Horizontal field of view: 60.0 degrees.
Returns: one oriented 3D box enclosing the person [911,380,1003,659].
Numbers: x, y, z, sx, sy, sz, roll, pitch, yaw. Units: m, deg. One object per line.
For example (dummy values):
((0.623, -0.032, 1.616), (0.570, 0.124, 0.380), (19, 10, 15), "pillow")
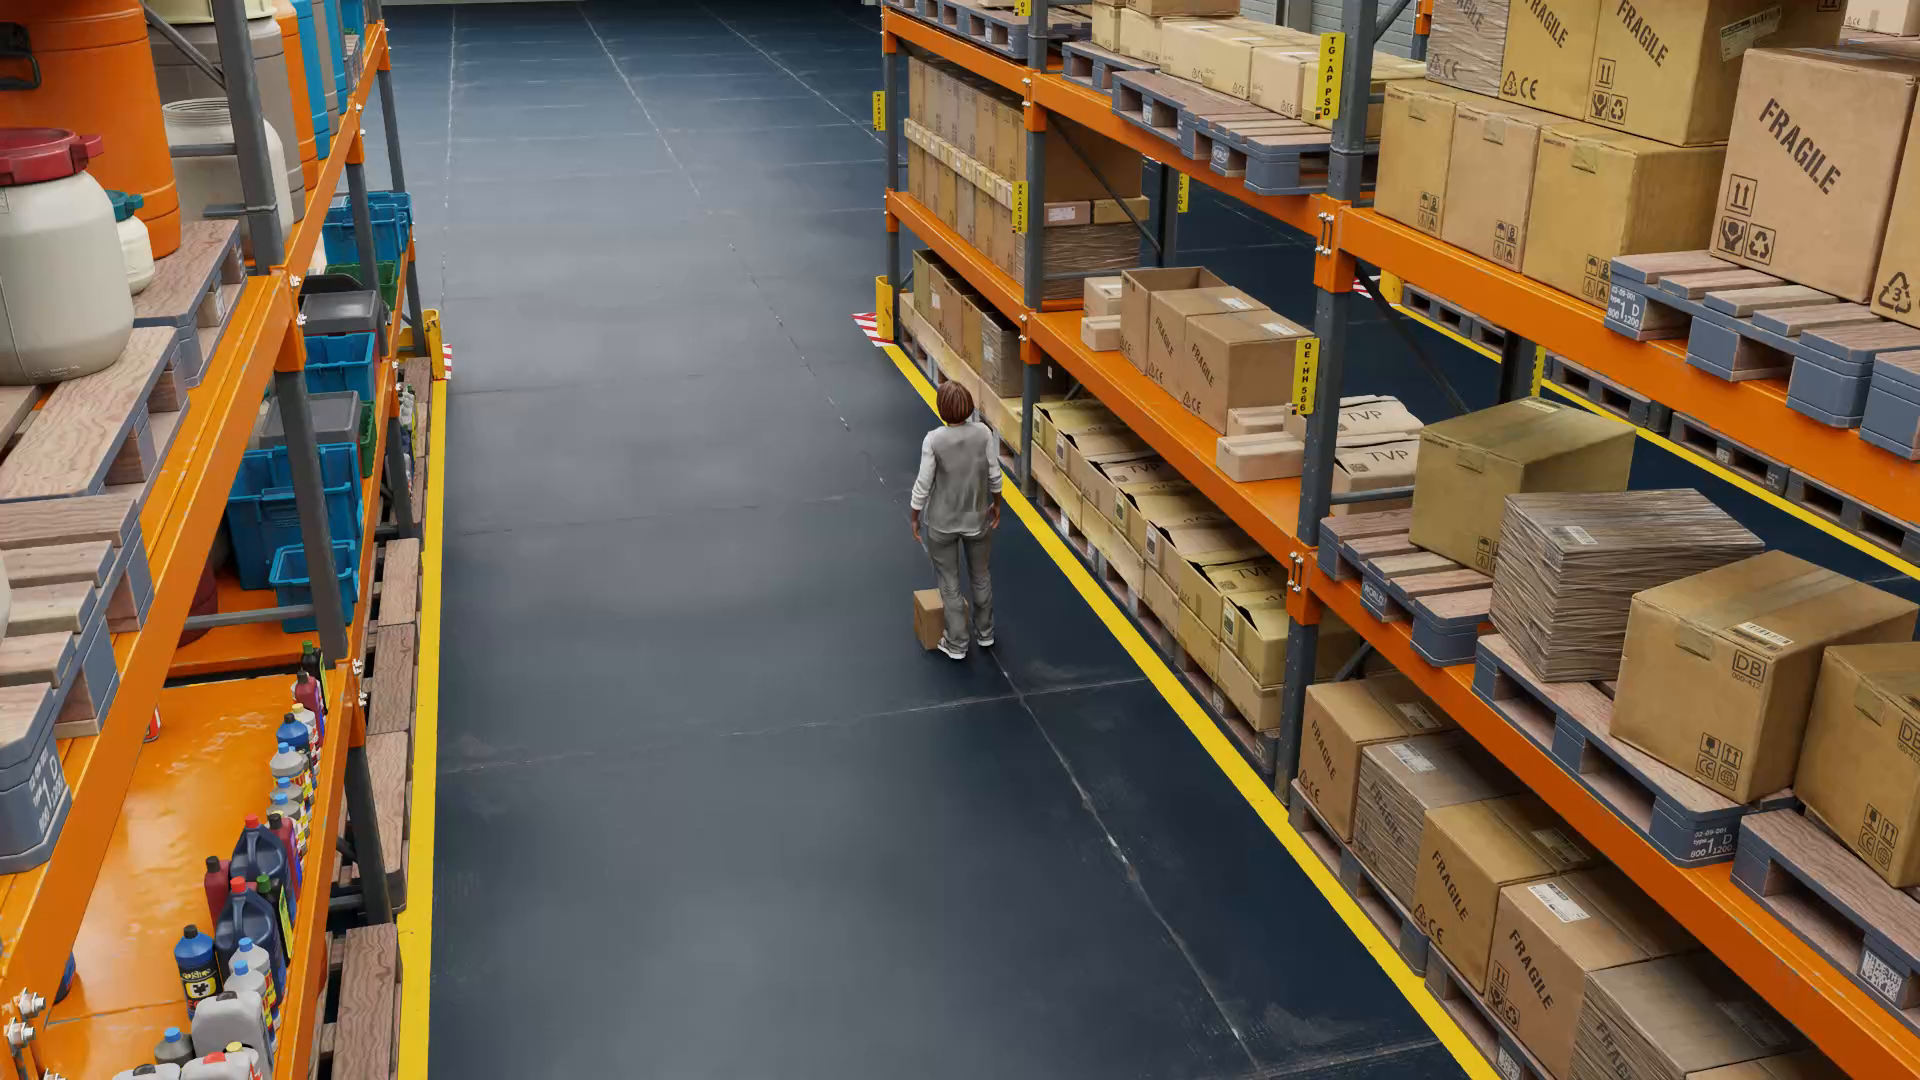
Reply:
((-0.024, -0.123, 8.872), (0.521, 1.600, 0.472), (-6, 24, -14), "person")
